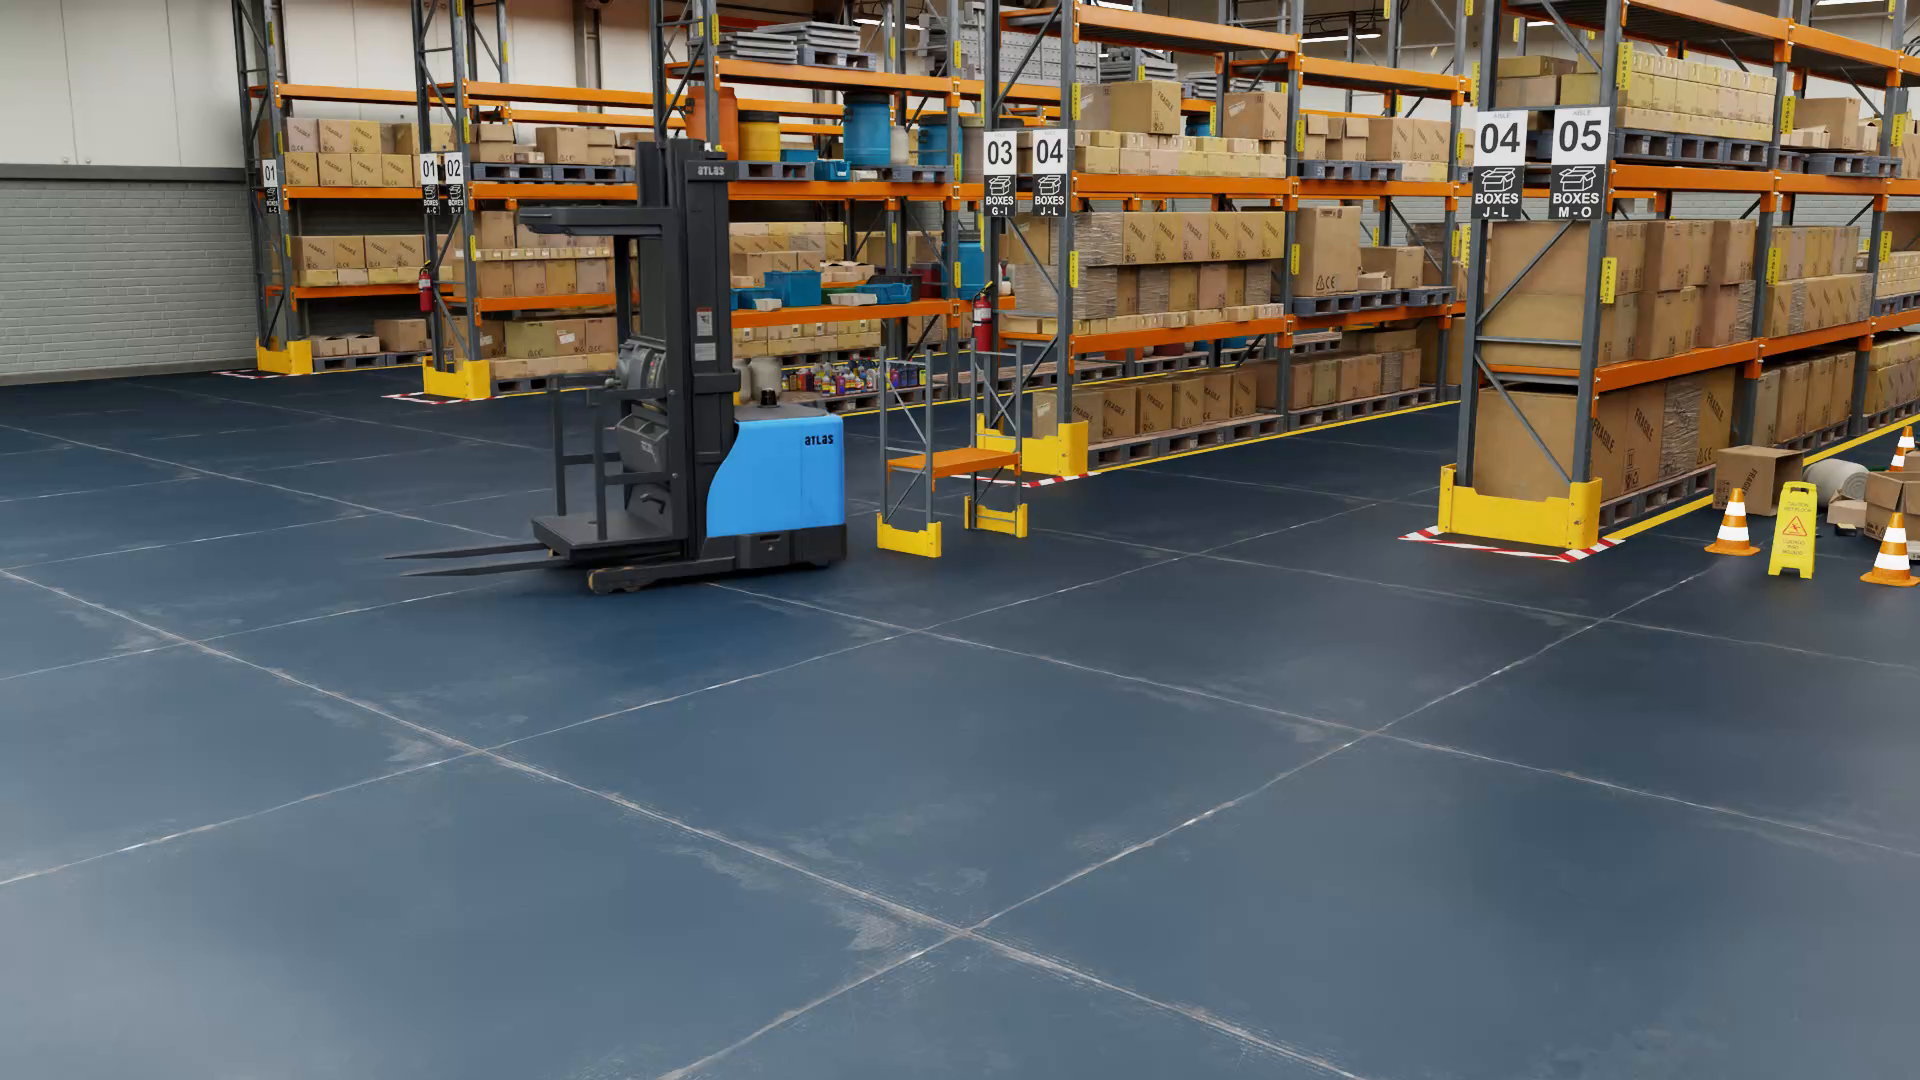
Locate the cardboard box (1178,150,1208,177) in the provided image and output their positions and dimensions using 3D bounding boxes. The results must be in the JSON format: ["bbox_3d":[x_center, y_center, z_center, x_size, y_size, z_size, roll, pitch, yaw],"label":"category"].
[{"bbox_3d":[2.162,-3.815,16.879,0.500,0.250,0.500,10,15,42],"label":"cardboard box"}]

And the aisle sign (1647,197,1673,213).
[{"bbox_3d":[11.478,-5.755,27.228,0.394,0.787,0.004,10,15,40],"label":"aisle sign"}]

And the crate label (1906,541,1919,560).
[{"bbox_3d":[6.817,0.084,11.942,0.250,0.136,0.298,2,12,11],"label":"crate label"}]

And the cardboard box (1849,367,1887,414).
[{"bbox_3d":[10.242,-1.726,19.005,0.500,0.500,0.500,9,14,38],"label":"cardboard box"}]

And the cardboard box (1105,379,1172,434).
[{"bbox_3d":[1.865,-1.406,17.402,0.500,0.500,0.500,-10,15,-42],"label":"cardboard box"}]

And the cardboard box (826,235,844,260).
[{"bbox_3d":[-2.713,-5.945,33.752,0.500,0.500,0.500,9,15,39],"label":"cardboard box"}]

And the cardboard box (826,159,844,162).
[{"bbox_3d":[-2.104,-6.062,27.057,0.500,0.250,0.500,10,15,42],"label":"cardboard box"}]

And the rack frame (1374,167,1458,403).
[{"bbox_3d":[5.925,-3.331,21.731,1.000,3.000,0.127,10,15,40],"label":"rack frame"}]

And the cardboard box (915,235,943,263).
[{"bbox_3d":[-0.436,-5.084,29.182,0.500,0.500,0.700,-9,14,-37],"label":"cardboard box"}]

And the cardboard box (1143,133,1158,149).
[{"bbox_3d":[1.714,-3.902,16.297,0.380,0.149,0.250,10,15,40],"label":"cardboard box"}]

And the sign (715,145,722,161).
[{"bbox_3d":[-2.666,-4.198,18.390,0.100,0.325,0.005,10,15,40],"label":"sign"}]

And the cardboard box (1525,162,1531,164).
[{"bbox_3d":[7.773,-5.403,23.601,0.500,0.311,0.500,9,14,38],"label":"cardboard box"}]

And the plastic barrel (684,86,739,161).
[{"bbox_3d":[-2.851,-4.770,19.107,0.600,0.830,0.708,10,15,40],"label":"plastic barrel"}]

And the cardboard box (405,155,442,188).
[{"bbox_3d":[-8.707,-5.928,26.769,0.500,0.500,0.500,9,14,38],"label":"cardboard box"}]

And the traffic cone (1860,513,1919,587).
[{"bbox_3d":[6.345,0.048,11.291,0.336,0.463,0.334,10,15,40],"label":"traffic cone"}]

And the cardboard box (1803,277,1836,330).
[{"bbox_3d":[8.493,-2.400,16.815,0.500,0.500,0.500,10,15,41],"label":"cardboard box"}]

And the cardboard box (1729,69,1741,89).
[{"bbox_3d":[6.273,-3.836,13.878,0.380,0.149,0.250,10,15,41],"label":"cardboard box"}]

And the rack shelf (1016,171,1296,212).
[{"bbox_3d":[1.964,-3.566,17.087,1.077,0.370,4.000,10,15,40],"label":"rack shelf"}]

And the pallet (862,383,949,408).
[{"bbox_3d":[-0.911,-1.922,21.796,1.003,0.211,1.213,10,15,40],"label":"pallet"}]

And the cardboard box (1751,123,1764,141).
[{"bbox_3d":[6.777,-3.557,14.518,0.380,0.149,0.250,10,15,41],"label":"cardboard box"}]

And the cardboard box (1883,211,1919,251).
[{"bbox_3d":[12.331,-4.053,21.776,0.500,0.500,0.500,9,14,38],"label":"cardboard box"}]

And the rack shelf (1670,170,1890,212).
[{"bbox_3d":[8.264,-3.499,16.749,1.077,0.370,4.000,10,15,40],"label":"rack shelf"}]

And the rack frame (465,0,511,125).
[{"bbox_3d":[-7.878,-7.606,27.816,1.000,3.000,0.127,10,15,40],"label":"rack frame"}]

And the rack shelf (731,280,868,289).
[{"bbox_3d":[-2.834,-3.965,26.743,1.077,0.370,4.000,10,15,40],"label":"rack shelf"}]

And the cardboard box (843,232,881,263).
[{"bbox_3d":[-2.227,-6.066,34.656,0.980,0.700,0.700,10,15,41],"label":"cardboard box"}]

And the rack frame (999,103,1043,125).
[{"bbox_3d":[1.126,-8.143,30.505,1.000,3.000,0.127,10,15,40],"label":"rack frame"}]

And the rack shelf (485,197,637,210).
[{"bbox_3d":[-6.558,-6.076,29.653,1.077,0.370,4.000,10,15,40],"label":"rack shelf"}]

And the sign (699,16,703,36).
[{"bbox_3d":[-3.754,-7.426,24.127,0.100,0.325,0.005,10,15,40],"label":"sign"}]

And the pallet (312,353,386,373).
[{"bbox_3d":[-9.906,-2.834,26.361,1.003,0.211,1.213,10,15,40],"label":"pallet"}]

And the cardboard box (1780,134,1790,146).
[{"bbox_3d":[7.529,-3.803,15.450,0.258,0.266,0.396,9,15,39],"label":"cardboard box"}]

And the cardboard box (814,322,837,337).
[{"bbox_3d":[-2.348,-3.485,27.017,0.500,0.311,0.500,10,15,40],"label":"cardboard box"}]

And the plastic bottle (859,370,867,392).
[{"bbox_3d":[-1.220,-1.994,20.877,0.097,0.271,0.097,0,11,0],"label":"plastic bottle"}]

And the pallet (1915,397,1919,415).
[{"bbox_3d":[11.711,-1.781,21.091,1.003,0.211,1.213,10,15,40],"label":"pallet"}]

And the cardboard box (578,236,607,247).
[{"bbox_3d":[-5.437,-4.422,23.622,0.700,0.500,0.500,10,15,40],"label":"cardboard box"}]

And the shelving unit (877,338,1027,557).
[{"bbox_3d":[-0.050,-0.724,12.508,0.587,1.500,1.083,10,15,40],"label":"shelving unit"}]

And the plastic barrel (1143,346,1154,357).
[{"bbox_3d":[2.820,-3.126,25.984,0.421,0.512,0.421,0,11,0],"label":"plastic barrel"}]

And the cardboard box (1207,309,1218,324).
[{"bbox_3d":[2.501,-2.372,17.571,0.380,0.149,0.250,10,15,40],"label":"cardboard box"}]

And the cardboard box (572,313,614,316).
[{"bbox_3d":[-5.356,-3.074,24.478,0.500,0.500,0.500,10,15,40],"label":"cardboard box"}]

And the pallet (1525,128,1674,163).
[{"bbox_3d":[4.785,-3.036,12.821,1.003,0.211,1.213,10,15,40],"label":"pallet"}]

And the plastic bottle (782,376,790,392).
[{"bbox_3d":[-2.194,-1.965,20.911,0.097,0.201,0.097,0,11,0],"label":"plastic bottle"}]

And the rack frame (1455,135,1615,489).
[{"bbox_3d":[4.303,-1.498,12.552,1.000,3.000,0.127,10,15,40],"label":"rack frame"}]

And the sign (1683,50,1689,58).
[{"bbox_3d":[11.604,-7.875,26.575,0.100,0.325,0.005,10,15,40],"label":"sign"}]

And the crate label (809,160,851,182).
[{"bbox_3d":[-1.593,-4.425,19.929,0.502,0.251,0.408,10,15,40],"label":"crate label"}]

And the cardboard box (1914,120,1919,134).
[{"bbox_3d":[11.106,-4.781,19.994,0.797,0.503,0.637,10,15,40],"label":"cardboard box"}]

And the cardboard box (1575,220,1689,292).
[{"bbox_3d":[5.342,-2.308,13.470,0.875,0.550,0.550,10,15,40],"label":"cardboard box"}]

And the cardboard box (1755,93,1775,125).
[{"bbox_3d":[6.811,-3.779,14.611,0.500,0.250,0.500,10,15,40],"label":"cardboard box"}]

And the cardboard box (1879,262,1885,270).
[{"bbox_3d":[10.210,-3.132,18.785,0.380,0.149,0.250,9,15,39],"label":"cardboard box"}]

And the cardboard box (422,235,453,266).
[{"bbox_3d":[-8.624,-4.711,27.059,0.500,0.500,0.500,9,15,39],"label":"cardboard box"}]

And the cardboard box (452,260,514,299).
[{"bbox_3d":[-6.477,-3.551,22.579,0.700,0.500,0.500,10,15,40],"label":"cardboard box"}]

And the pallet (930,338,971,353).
[{"bbox_3d":[-0.187,-3.529,29.839,1.003,0.211,1.213,10,15,40],"label":"pallet"}]

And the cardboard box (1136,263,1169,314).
[{"bbox_3d":[1.630,-2.583,16.972,0.875,0.500,0.500,10,15,40],"label":"cardboard box"}]

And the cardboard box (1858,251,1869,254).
[{"bbox_3d":[11.101,-3.524,20.746,0.380,0.149,0.250,10,15,40],"label":"cardboard box"}]

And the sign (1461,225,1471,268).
[{"bbox_3d":[3.904,-2.254,12.777,0.100,0.325,0.005,10,15,40],"label":"sign"}]

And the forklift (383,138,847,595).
[{"bbox_3d":[-2.343,-1.196,11.215,3.031,2.935,1.130,-6,13,-28],"label":"forklift"}]

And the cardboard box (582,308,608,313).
[{"bbox_3d":[-6.734,-3.917,29.921,0.700,0.500,0.500,10,15,41],"label":"cardboard box"}]

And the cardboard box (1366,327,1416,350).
[{"bbox_3d":[5.505,-2.586,21.346,0.500,0.250,0.500,11,15,43],"label":"cardboard box"}]
